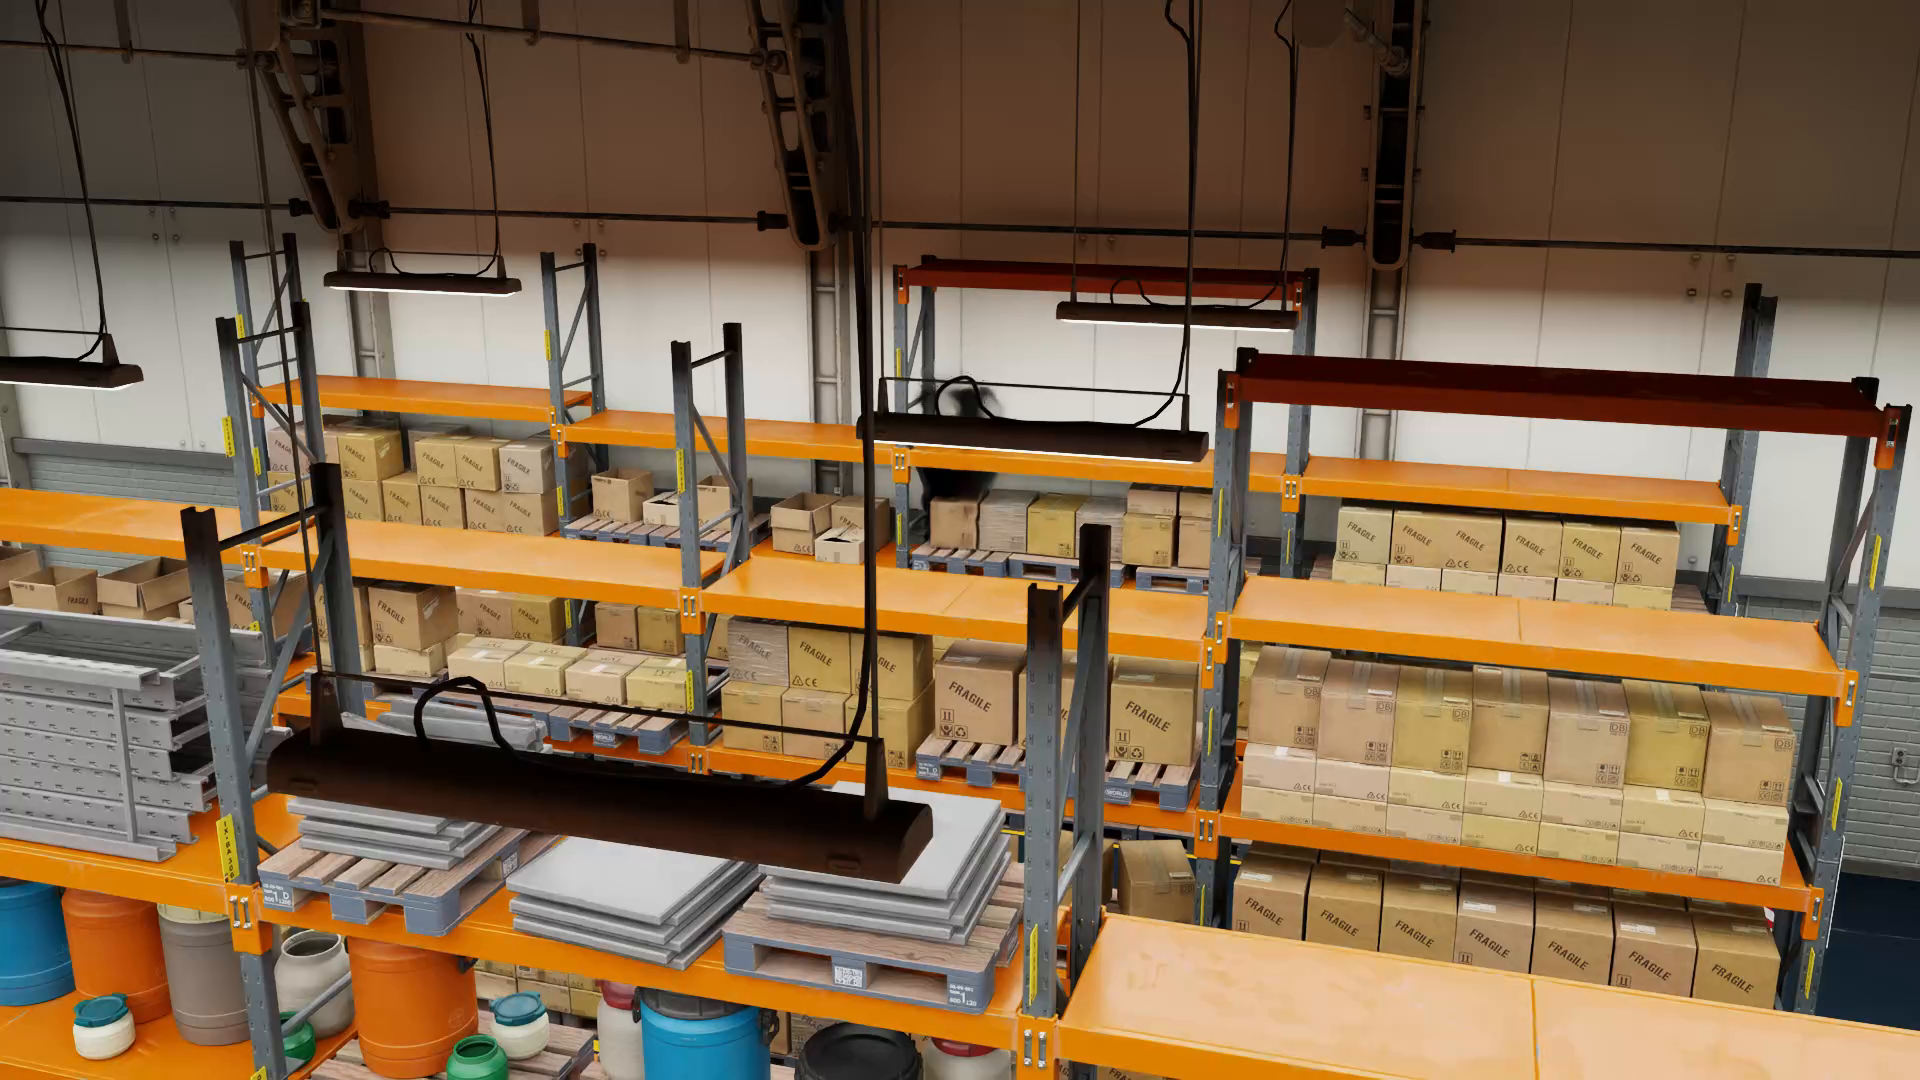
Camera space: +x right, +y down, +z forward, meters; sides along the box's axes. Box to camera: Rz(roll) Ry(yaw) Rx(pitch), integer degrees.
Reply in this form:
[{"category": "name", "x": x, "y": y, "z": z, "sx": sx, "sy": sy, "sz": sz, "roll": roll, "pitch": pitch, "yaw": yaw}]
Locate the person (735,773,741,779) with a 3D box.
[{"category": "person", "x": -1.984, "y": 2.931, "z": 15.505, "sx": 0.870, "sy": 1.660, "sz": 0.578, "roll": 4, "pitch": 16, "yaw": 12}]
